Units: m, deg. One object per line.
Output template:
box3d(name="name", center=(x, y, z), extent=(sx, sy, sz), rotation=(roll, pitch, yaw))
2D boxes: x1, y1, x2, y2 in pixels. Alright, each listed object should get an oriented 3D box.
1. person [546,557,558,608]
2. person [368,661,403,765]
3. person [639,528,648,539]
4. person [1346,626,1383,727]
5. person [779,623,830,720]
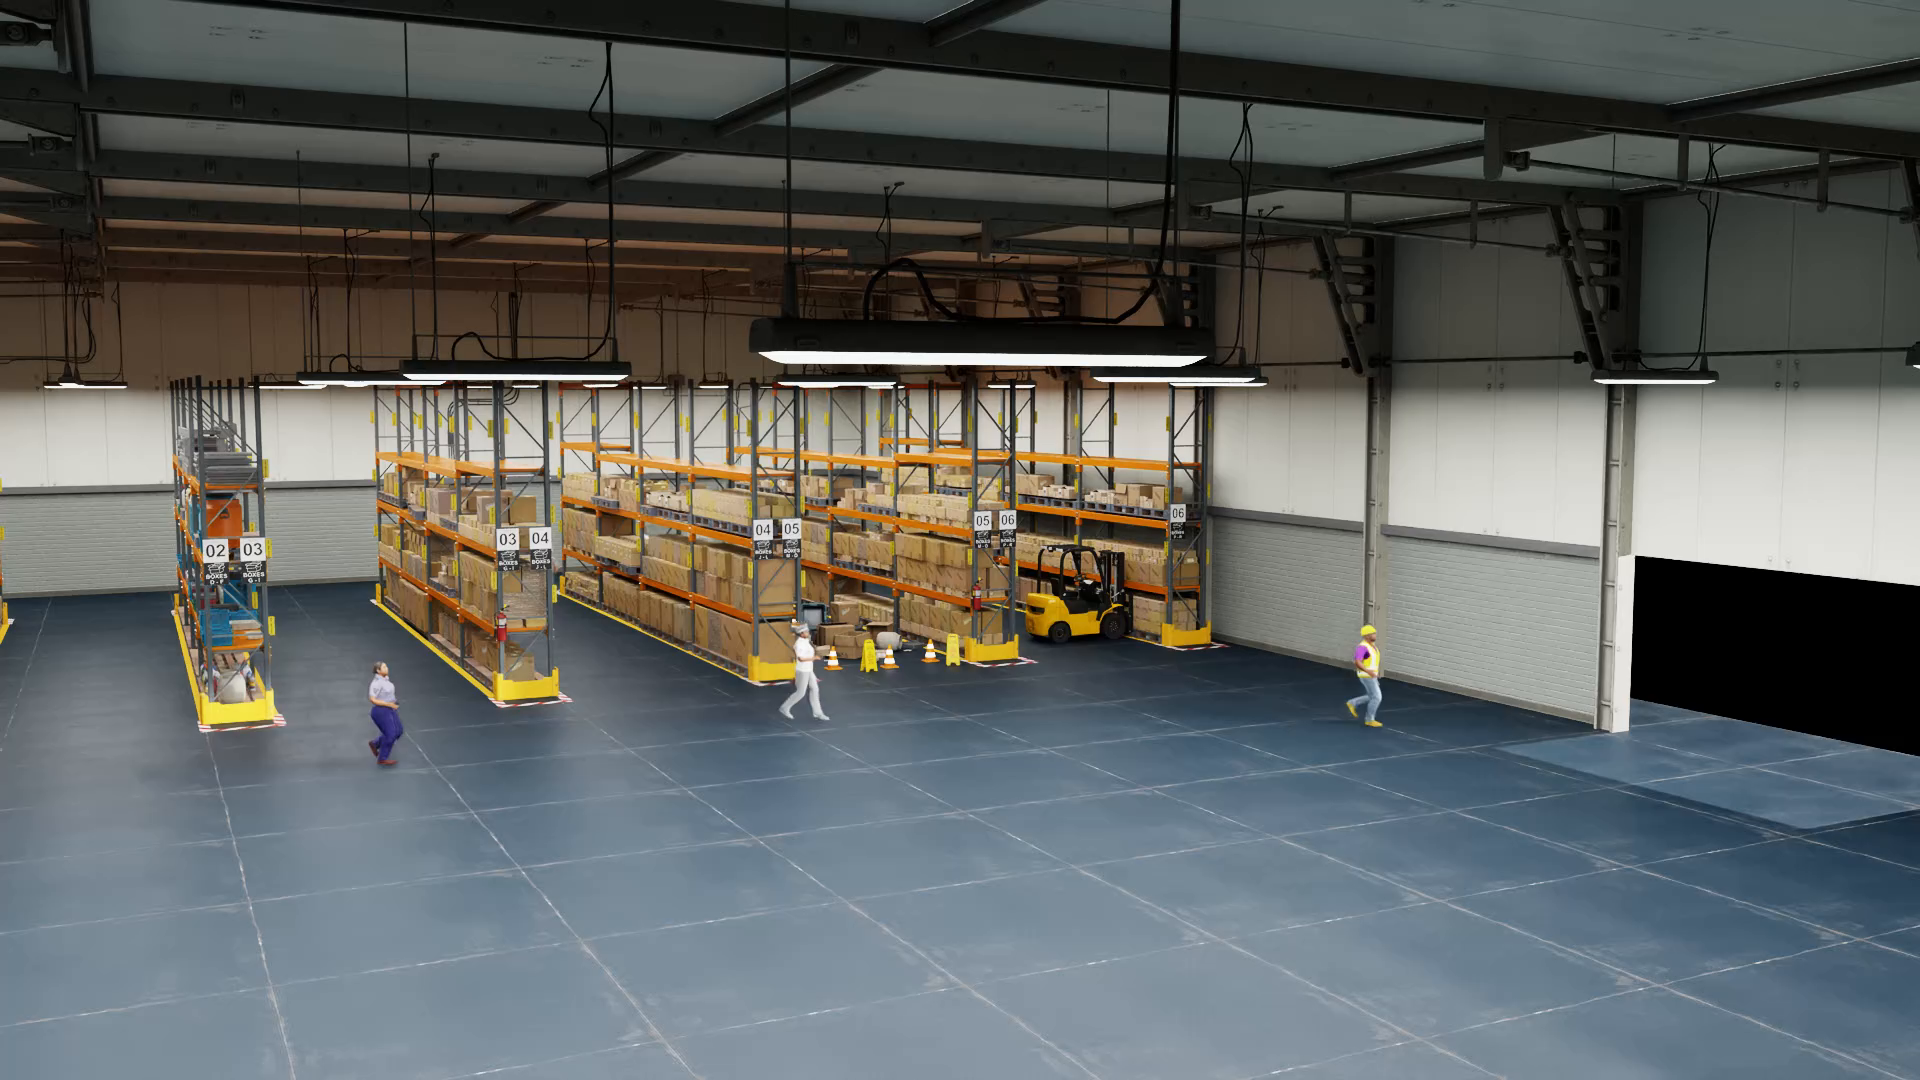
box3d(name="person", center=(-10.903, 1.009, 43.979), extent=(0.561, 1.639, 0.611), rotation=(-3, 6, -26))
box3d(name="person", center=(-8.863, 2.654, 25.568), extent=(0.571, 1.596, 0.603), rotation=(0, 5, -1))
box3d(name="person", center=(-9.453, 0.444, 49.694), extent=(0.661, 1.747, 0.693), rotation=(-2, 6, -23))
box3d(name="person", center=(6.945, 2.321, 28.541), extent=(0.665, 1.722, 0.722), rotation=(3, 6, 28))
box3d(name="person", center=(-2.709, 2.287, 28.853), extent=(0.876, 1.699, 0.581), rotation=(1, 5, 7))
